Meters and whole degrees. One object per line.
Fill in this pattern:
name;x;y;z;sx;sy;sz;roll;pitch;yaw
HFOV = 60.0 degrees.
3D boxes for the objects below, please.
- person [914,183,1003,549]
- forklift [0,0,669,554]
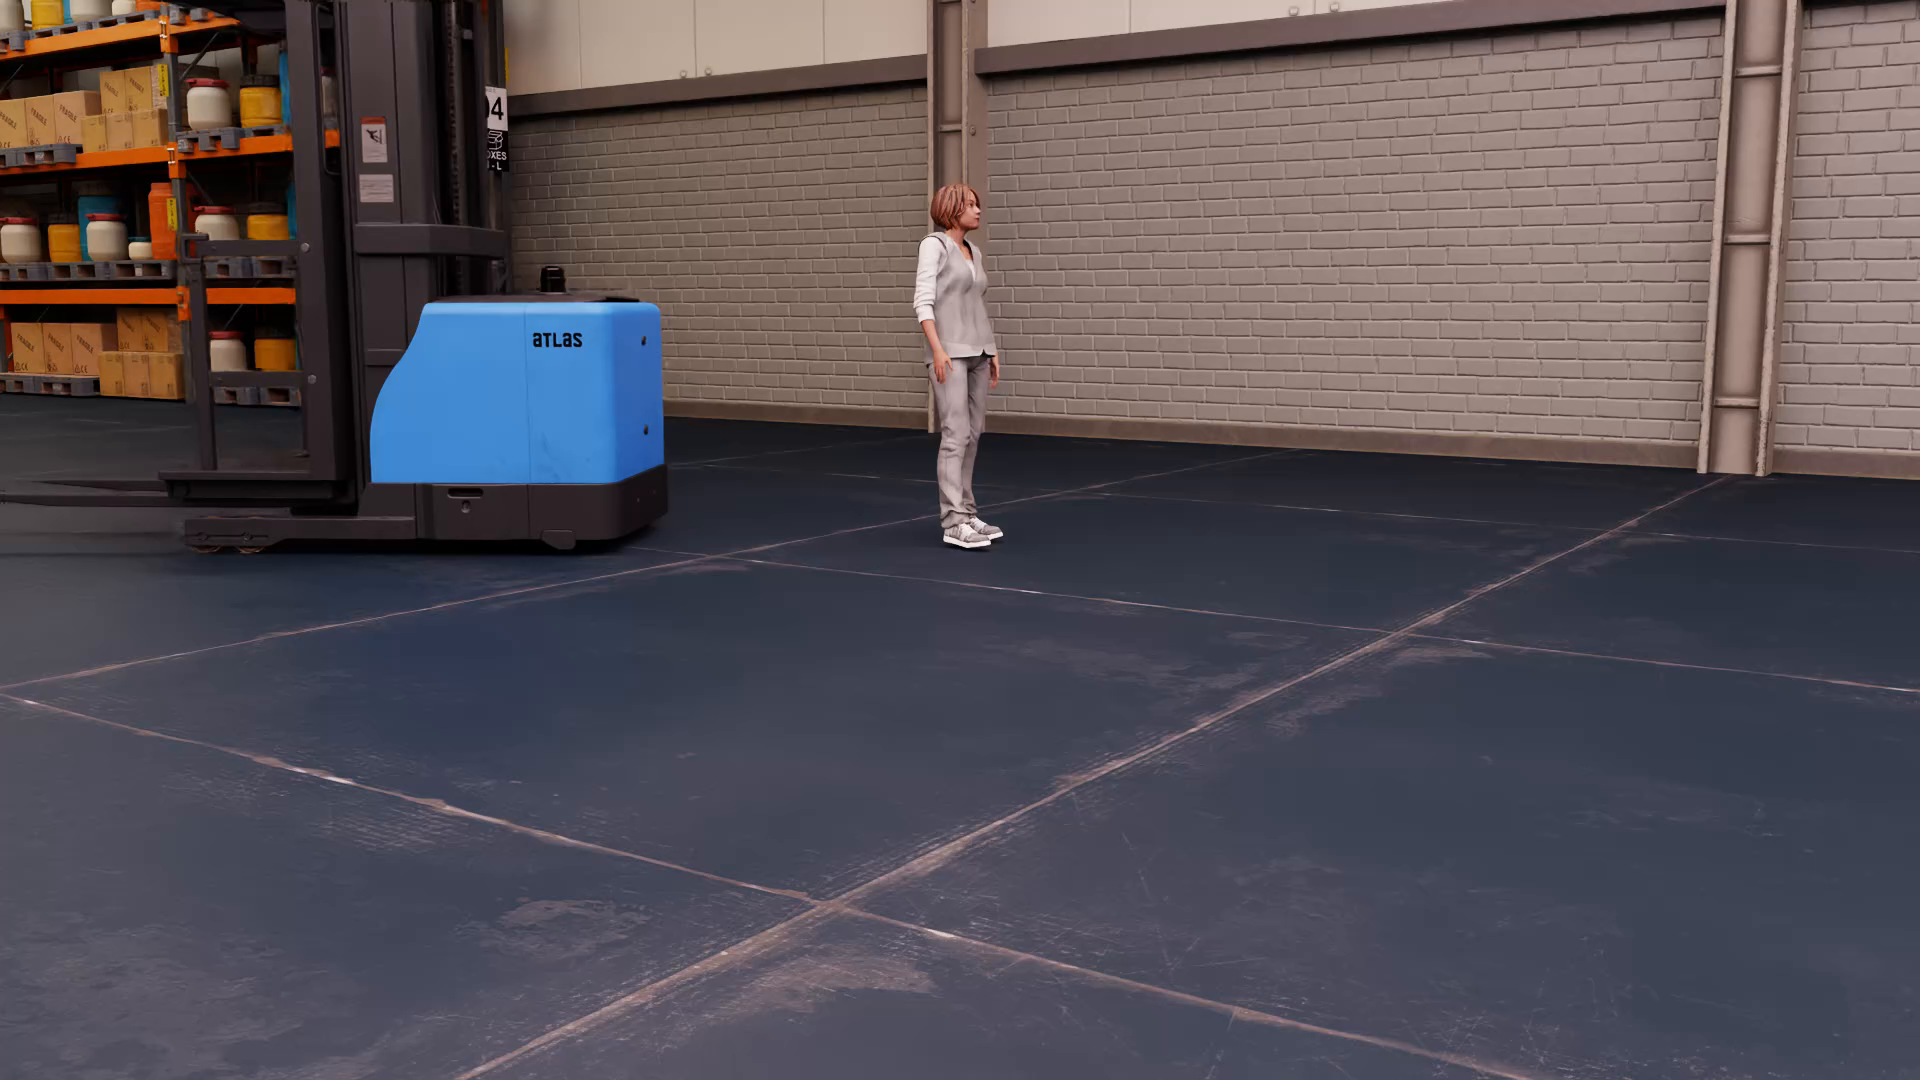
person;0.053;-0.790;7.438;0.475;1.596;0.521;5;10;34
forklift;-2.942;-1.463;7.484;3.031;2.935;1.130;0;8;3
